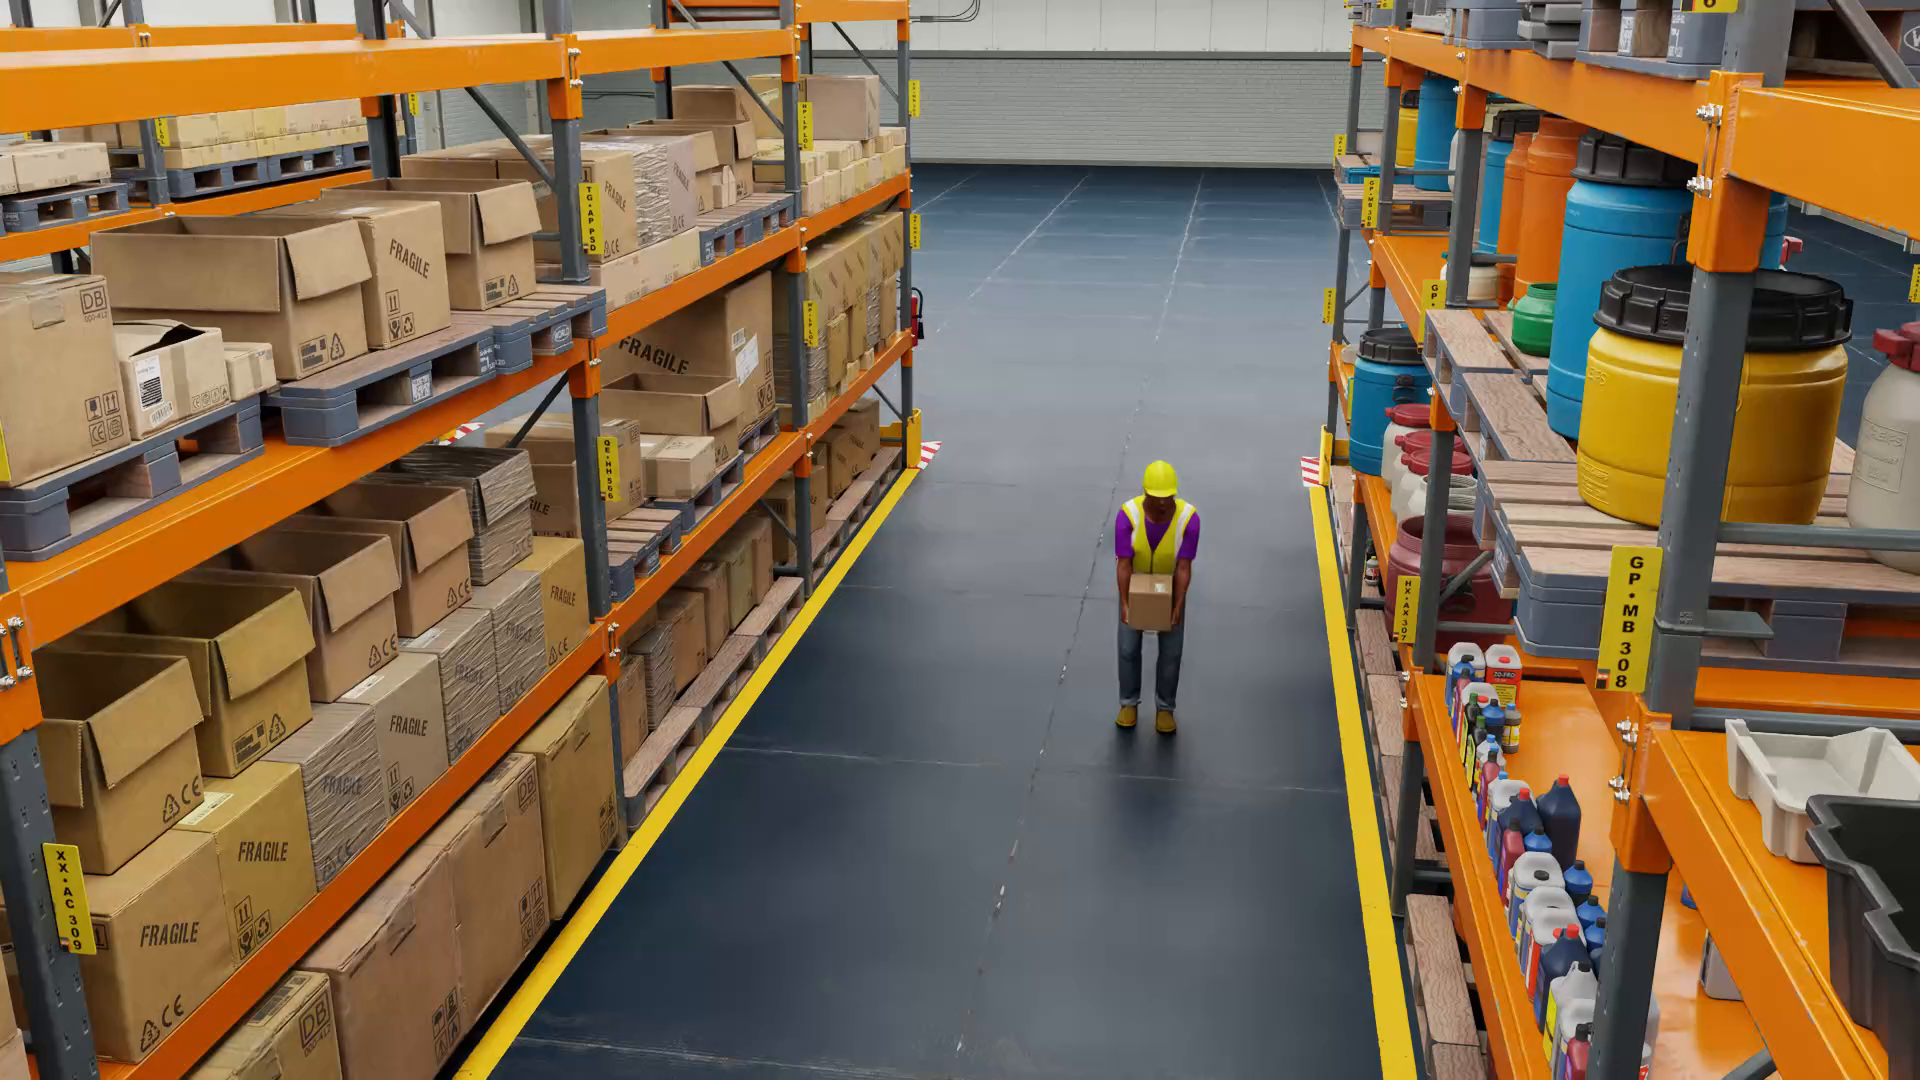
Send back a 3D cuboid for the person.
[{"bbox_3d":[1.178,0.335,10.045,0.498,1.718,0.611,3,18,8],"label":"person"}]
